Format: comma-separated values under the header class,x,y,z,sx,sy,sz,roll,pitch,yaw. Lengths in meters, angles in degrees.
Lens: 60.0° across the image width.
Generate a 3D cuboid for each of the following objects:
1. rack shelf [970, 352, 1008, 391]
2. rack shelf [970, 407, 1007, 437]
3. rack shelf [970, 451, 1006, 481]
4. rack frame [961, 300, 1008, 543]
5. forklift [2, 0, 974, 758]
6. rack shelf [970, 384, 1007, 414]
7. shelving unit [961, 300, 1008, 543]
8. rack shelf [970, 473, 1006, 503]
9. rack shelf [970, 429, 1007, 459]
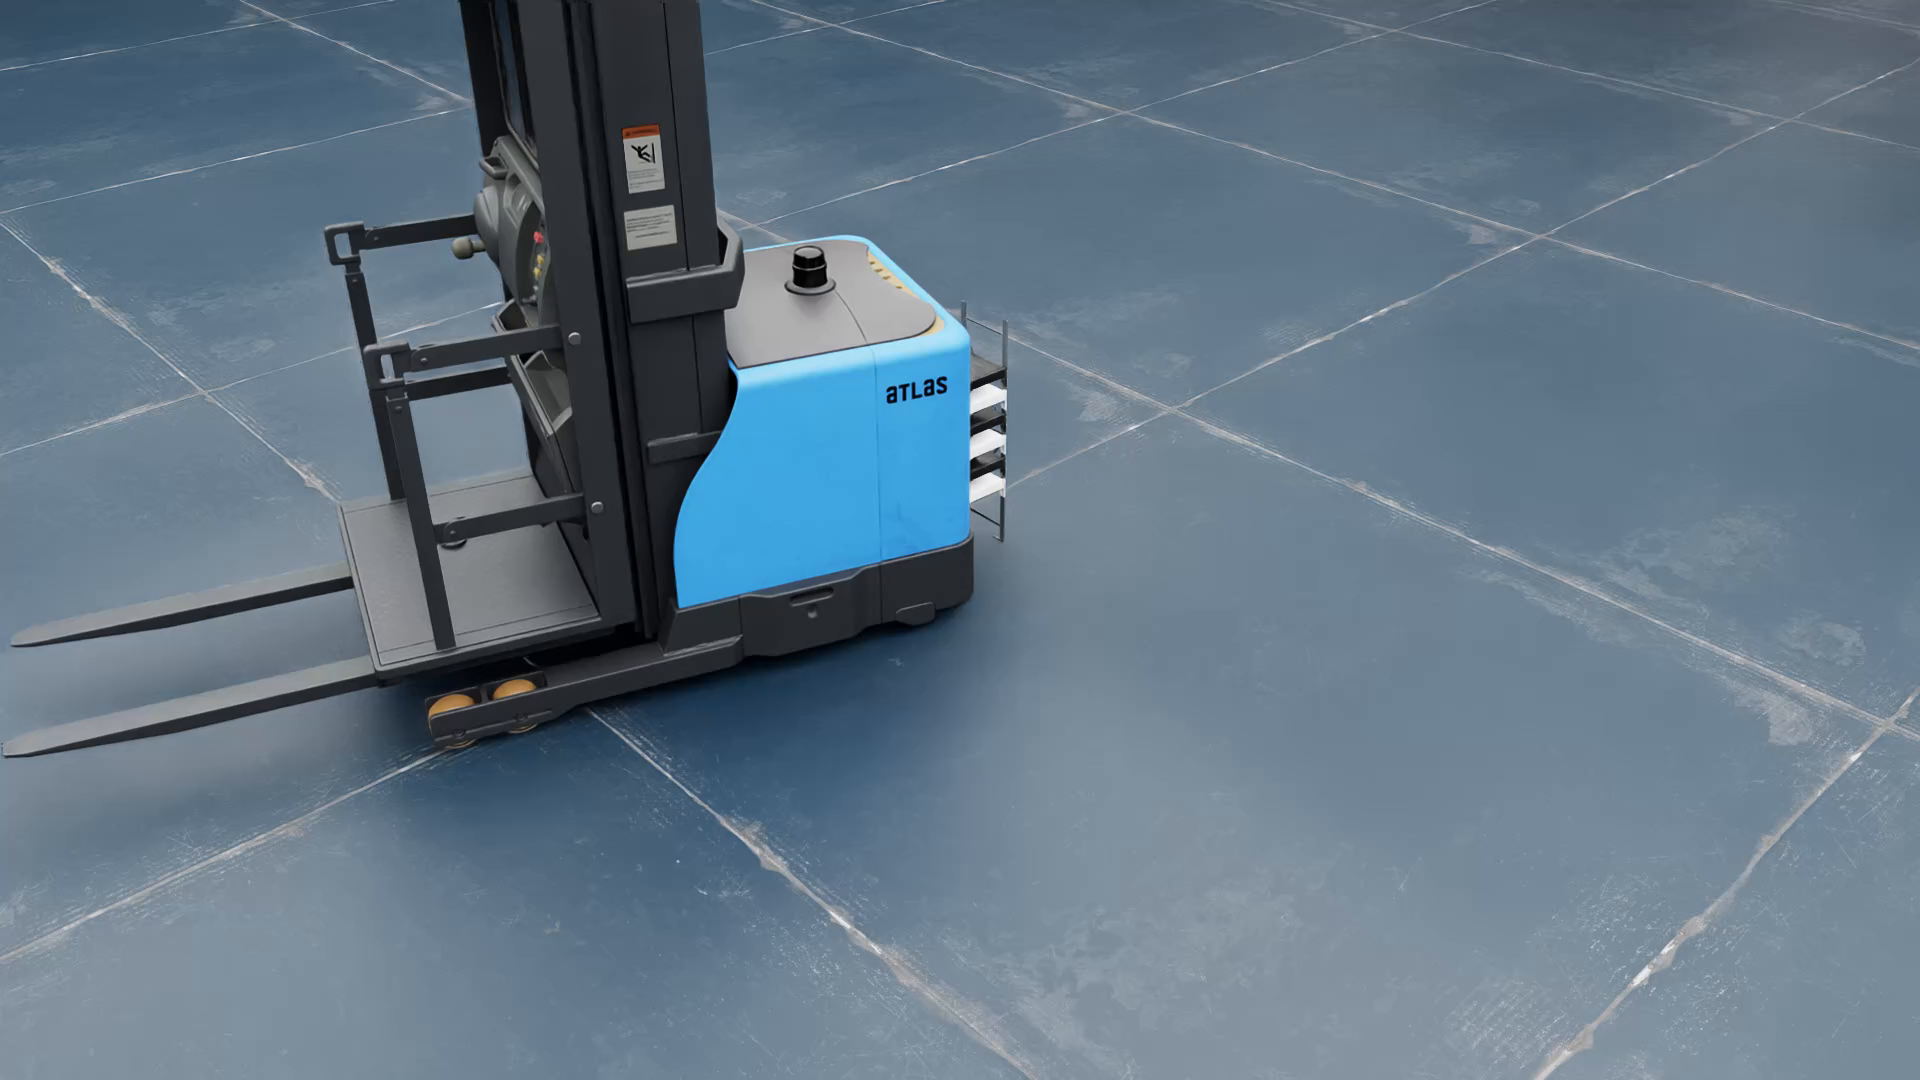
class,x,y,z,sx,sy,sz,roll,pitch,yaw
rack shelf,0.009,-0.590,5.898,0.200,0.077,0.258,-24,39,-34
rack shelf,0.009,-0.436,5.991,0.200,0.077,0.258,-24,39,-34
rack shelf,0.010,-0.282,6.085,0.200,0.077,0.258,-24,39,-34
rack frame,0.086,-0.422,6.078,0.006,0.900,0.240,-24,39,-34
forklift,-1.516,-0.914,4.935,3.031,2.935,1.130,-13,34,-20
rack shelf,0.009,-0.513,5.945,0.200,0.077,0.258,-24,39,-34
shelving unit,0.009,-0.388,6.021,0.210,0.900,0.258,-24,39,-34
rack shelf,0.010,-0.205,6.132,0.200,0.077,0.258,-24,39,-34
rack shelf,0.009,-0.359,6.038,0.200,0.077,0.258,-24,39,-34
